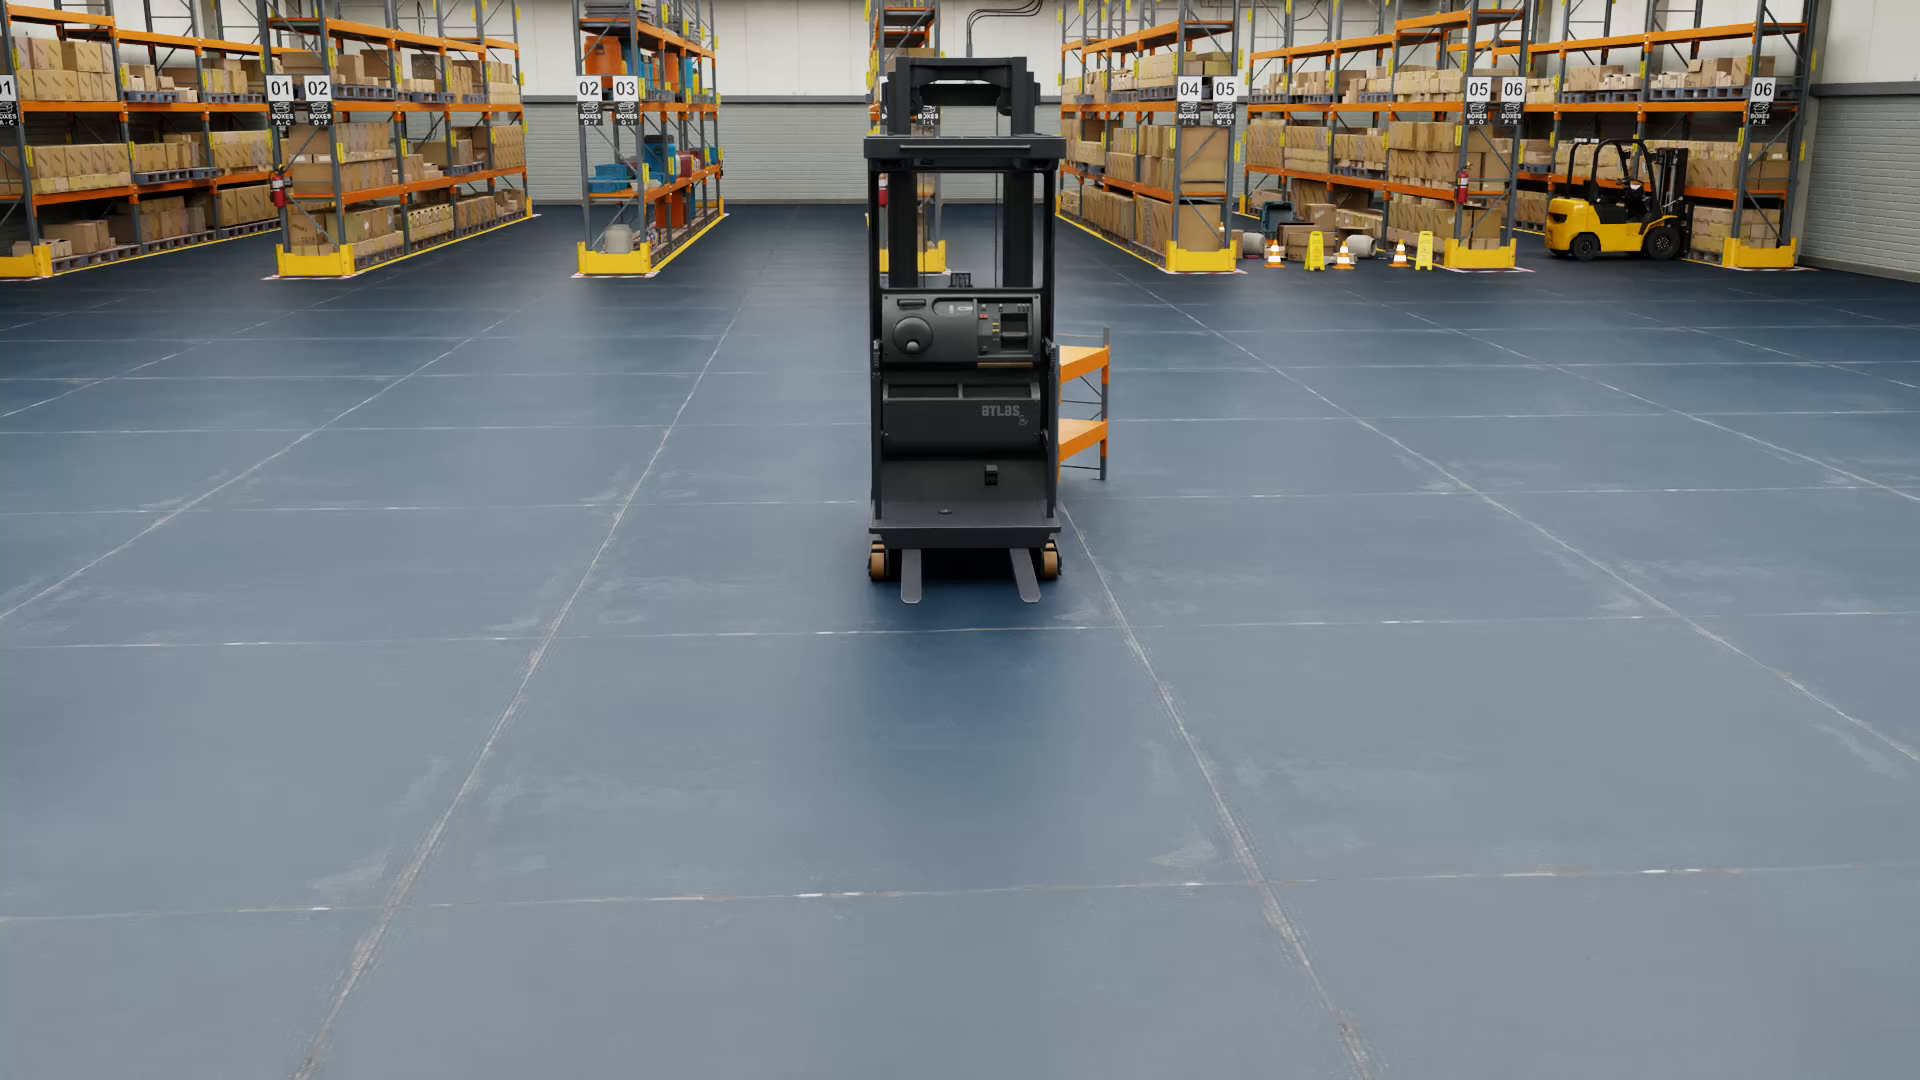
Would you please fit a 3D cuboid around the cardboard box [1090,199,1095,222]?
[{"bbox_3d":[3.248,-7.491,37.794,0.500,0.500,0.500,-2,15,-6],"label":"cardboard box"}]

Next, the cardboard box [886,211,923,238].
[{"bbox_3d":[-1.098,-6.187,32.688,0.700,0.500,0.500,-2,15,-8],"label":"cardboard box"}]

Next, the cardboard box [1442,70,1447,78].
[{"bbox_3d":[8.757,-8.239,29.414,0.380,0.149,0.250,-1,14,-3],"label":"cardboard box"}]

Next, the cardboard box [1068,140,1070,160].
[{"bbox_3d":[2.998,-9.763,41.653,0.500,0.500,0.500,-1,14,-5],"label":"cardboard box"}]

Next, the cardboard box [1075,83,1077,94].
[{"bbox_3d":[3.076,-10.935,40.286,0.500,0.250,0.500,-1,15,-6],"label":"cardboard box"}]

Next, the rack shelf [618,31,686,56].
[{"bbox_3d":[-6.149,-9.816,32.864,1.077,0.370,4.000,-1,14,-3],"label":"rack shelf"}]

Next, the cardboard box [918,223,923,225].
[{"bbox_3d":[-0.927,-5.333,29.409,0.500,0.500,0.500,3,15,11],"label":"cardboard box"}]

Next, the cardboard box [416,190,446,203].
[{"bbox_3d":[-11.517,-7.483,36.219,0.500,0.250,0.500,0,14,-1],"label":"cardboard box"}]

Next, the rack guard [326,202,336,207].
[{"bbox_3d":[-16.658,-8.582,42.878,1.175,0.500,0.348,-1,14,-3],"label":"rack guard"}]

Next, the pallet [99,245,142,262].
[{"bbox_3d":[-15.836,-5.285,30.645,1.003,0.211,1.213,-1,14,-3],"label":"pallet"}]

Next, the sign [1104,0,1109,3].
[{"bbox_3d":[3.086,-11.463,34.987,0.100,0.325,0.005,-1,14,-3],"label":"sign"}]

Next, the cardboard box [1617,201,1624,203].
[{"bbox_3d":[13.679,-6.638,34.230,0.875,0.625,0.625,-1,14,-4],"label":"cardboard box"}]

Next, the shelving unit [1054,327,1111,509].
[{"bbox_3d":[0.640,-0.897,11.755,0.538,1.125,1.048,6,16,23],"label":"shelving unit"}]

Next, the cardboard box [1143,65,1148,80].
[{"bbox_3d":[3.659,-8.608,30.602,0.500,0.250,0.500,-1,14,-4],"label":"cardboard box"}]

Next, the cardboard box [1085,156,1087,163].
[{"bbox_3d":[3.043,-8.662,37.834,0.380,0.149,0.250,-2,15,-6],"label":"cardboard box"}]

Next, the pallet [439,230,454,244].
[{"bbox_3d":[-11.205,-6.319,34.661,1.003,0.211,1.213,-1,14,-3],"label":"pallet"}]

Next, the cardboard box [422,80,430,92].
[{"bbox_3d":[-11.082,-9.216,33.764,0.500,0.250,0.500,0,14,-2],"label":"cardboard box"}]

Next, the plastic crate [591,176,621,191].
[{"bbox_3d":[-6.141,-6.170,28.785,0.499,0.251,0.408,-1,14,-3],"label":"plastic crate"}]

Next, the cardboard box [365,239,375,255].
[{"bbox_3d":[-10.598,-5.142,29.167,0.500,0.250,0.500,-1,14,-3],"label":"cardboard box"}]

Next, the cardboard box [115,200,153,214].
[{"bbox_3d":[-16.006,-6.460,32.244,0.500,0.250,0.500,-1,14,-5],"label":"cardboard box"}]

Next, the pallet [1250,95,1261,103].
[{"bbox_3d":[8.122,-11.395,42.951,1.003,0.211,1.213,-1,14,-3],"label":"pallet"}]

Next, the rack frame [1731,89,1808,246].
[{"bbox_3d":[14.011,-6.267,28.866,1.000,3.000,0.127,-1,14,-3],"label":"rack frame"}]

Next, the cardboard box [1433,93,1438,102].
[{"bbox_3d":[8.704,-7.924,29.789,0.380,0.149,0.250,-1,14,-5],"label":"cardboard box"}]

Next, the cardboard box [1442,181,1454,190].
[{"bbox_3d":[8.694,-6.219,29.183,0.380,0.149,0.250,-1,14,-4],"label":"cardboard box"}]

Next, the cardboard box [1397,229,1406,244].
[{"bbox_3d":[8.621,-5.773,31.619,0.500,0.250,0.500,0,14,0],"label":"cardboard box"}]

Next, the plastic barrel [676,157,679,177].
[{"bbox_3d":[-5.970,-7.647,34.003,0.421,0.512,0.421,0,14,0],"label":"plastic barrel"}]

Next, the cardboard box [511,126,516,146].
[{"bbox_3d":[-11.342,-10.036,41.305,0.500,0.500,0.500,0,14,-2],"label":"cardboard box"}]

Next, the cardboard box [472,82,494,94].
[{"bbox_3d":[-11.247,-10.616,39.046,0.500,0.250,0.500,-1,14,-3],"label":"cardboard box"}]

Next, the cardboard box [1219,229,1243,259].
[{"bbox_3d":[4.996,-5.504,30.908,0.500,0.500,0.500,2,15,6],"label":"cardboard box"}]

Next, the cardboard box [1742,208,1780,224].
[{"bbox_3d":[14.170,-5.746,29.507,0.500,0.250,0.500,-1,14,-4],"label":"cardboard box"}]

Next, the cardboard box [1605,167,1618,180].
[{"bbox_3d":[13.434,-7.436,33.708,0.500,0.250,0.500,-1,14,-4],"label":"cardboard box"}]

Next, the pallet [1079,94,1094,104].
[{"bbox_3d":[3.379,-10.021,37.813,1.213,0.211,1.003,-1,14,-3],"label":"pallet"}]

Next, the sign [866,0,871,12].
[{"bbox_3d":[-2.133,-12.453,38.676,0.100,0.325,0.005,-1,14,-3],"label":"sign"}]

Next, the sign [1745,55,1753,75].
[{"bbox_3d":[13.469,-8.106,28.372,0.100,0.325,0.005,-1,14,-3],"label":"sign"}]

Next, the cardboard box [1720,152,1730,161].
[{"bbox_3d":[13.664,-6.775,29.336,0.380,0.149,0.250,-1,14,-3],"label":"cardboard box"}]

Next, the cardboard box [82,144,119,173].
[{"bbox_3d":[-15.538,-6.866,29.947,0.500,0.500,0.500,-1,14,-4],"label":"cardboard box"}]

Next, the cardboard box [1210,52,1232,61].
[{"bbox_3d":[4.420,-8.145,28.005,0.380,0.149,0.250,-1,14,-3],"label":"cardboard box"}]

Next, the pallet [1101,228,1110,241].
[{"bbox_3d":[3.601,-6.530,35.483,1.003,0.211,1.213,-1,14,-3],"label":"pallet"}]

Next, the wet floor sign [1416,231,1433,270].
[{"bbox_3d":[8.001,-4.986,28.610,0.267,0.644,0.232,4,15,16],"label":"wet floor sign"}]

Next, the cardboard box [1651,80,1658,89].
[{"bbox_3d":[13.488,-8.729,31.873,0.380,0.149,0.250,-1,14,-2],"label":"cardboard box"}]

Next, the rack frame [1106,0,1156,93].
[{"bbox_3d":[3.627,-10.983,35.155,1.000,3.000,0.127,-1,14,-3],"label":"rack frame"}]

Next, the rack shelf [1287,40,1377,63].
[{"bbox_3d":[8.438,-11.040,37.622,1.077,0.370,4.000,-1,14,-3],"label":"rack shelf"}]

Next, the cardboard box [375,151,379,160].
[{"bbox_3d":[-10.677,-6.925,29.918,0.380,0.149,0.250,-1,14,-4],"label":"cardboard box"}]

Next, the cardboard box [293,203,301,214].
[{"bbox_3d":[-16.381,-8.097,40.151,0.700,0.500,0.500,-1,14,-4],"label":"cardboard box"}]

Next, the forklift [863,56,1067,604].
[{"bbox_3d":[0.017,-1.264,9.557,1.130,2.935,3.031,0,14,-2],"label":"forklift"}]

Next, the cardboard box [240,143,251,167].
[{"bbox_3d":[-16.028,-8.507,36.733,0.500,0.500,0.500,0,14,-2],"label":"cardboard box"}]

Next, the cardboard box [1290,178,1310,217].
[{"bbox_3d":[8.432,-8.196,39.781,0.875,0.875,0.875,0,14,-2],"label":"cardboard box"}]

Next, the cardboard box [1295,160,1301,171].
[{"bbox_3d":[8.127,-8.732,38.745,0.500,0.250,0.500,-1,14,-4],"label":"cardboard box"}]

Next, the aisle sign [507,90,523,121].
[{"bbox_3d":[-11.411,-11.145,42.605,0.394,0.787,0.004,-1,14,-3],"label":"aisle sign"}]

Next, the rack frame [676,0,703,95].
[{"bbox_3d":[-6.521,-11.850,38.524,1.000,3.000,0.127,-1,14,-3],"label":"rack frame"}]

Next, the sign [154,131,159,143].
[{"bbox_3d":[-16.715,-8.348,34.630,0.100,0.325,0.005,-1,14,-3],"label":"sign"}]

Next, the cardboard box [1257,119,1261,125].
[{"bbox_3d":[7.835,-10.728,42.692,0.380,0.149,0.250,-1,14,-5],"label":"cardboard box"}]

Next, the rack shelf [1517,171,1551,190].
[{"bbox_3d":[13.392,-8.406,38.621,1.077,0.370,4.000,-1,14,-3],"label":"rack shelf"}]

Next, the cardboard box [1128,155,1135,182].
[{"bbox_3d":[3.576,-7.257,32.512,0.500,0.500,0.500,-1,14,-4],"label":"cardboard box"}]
